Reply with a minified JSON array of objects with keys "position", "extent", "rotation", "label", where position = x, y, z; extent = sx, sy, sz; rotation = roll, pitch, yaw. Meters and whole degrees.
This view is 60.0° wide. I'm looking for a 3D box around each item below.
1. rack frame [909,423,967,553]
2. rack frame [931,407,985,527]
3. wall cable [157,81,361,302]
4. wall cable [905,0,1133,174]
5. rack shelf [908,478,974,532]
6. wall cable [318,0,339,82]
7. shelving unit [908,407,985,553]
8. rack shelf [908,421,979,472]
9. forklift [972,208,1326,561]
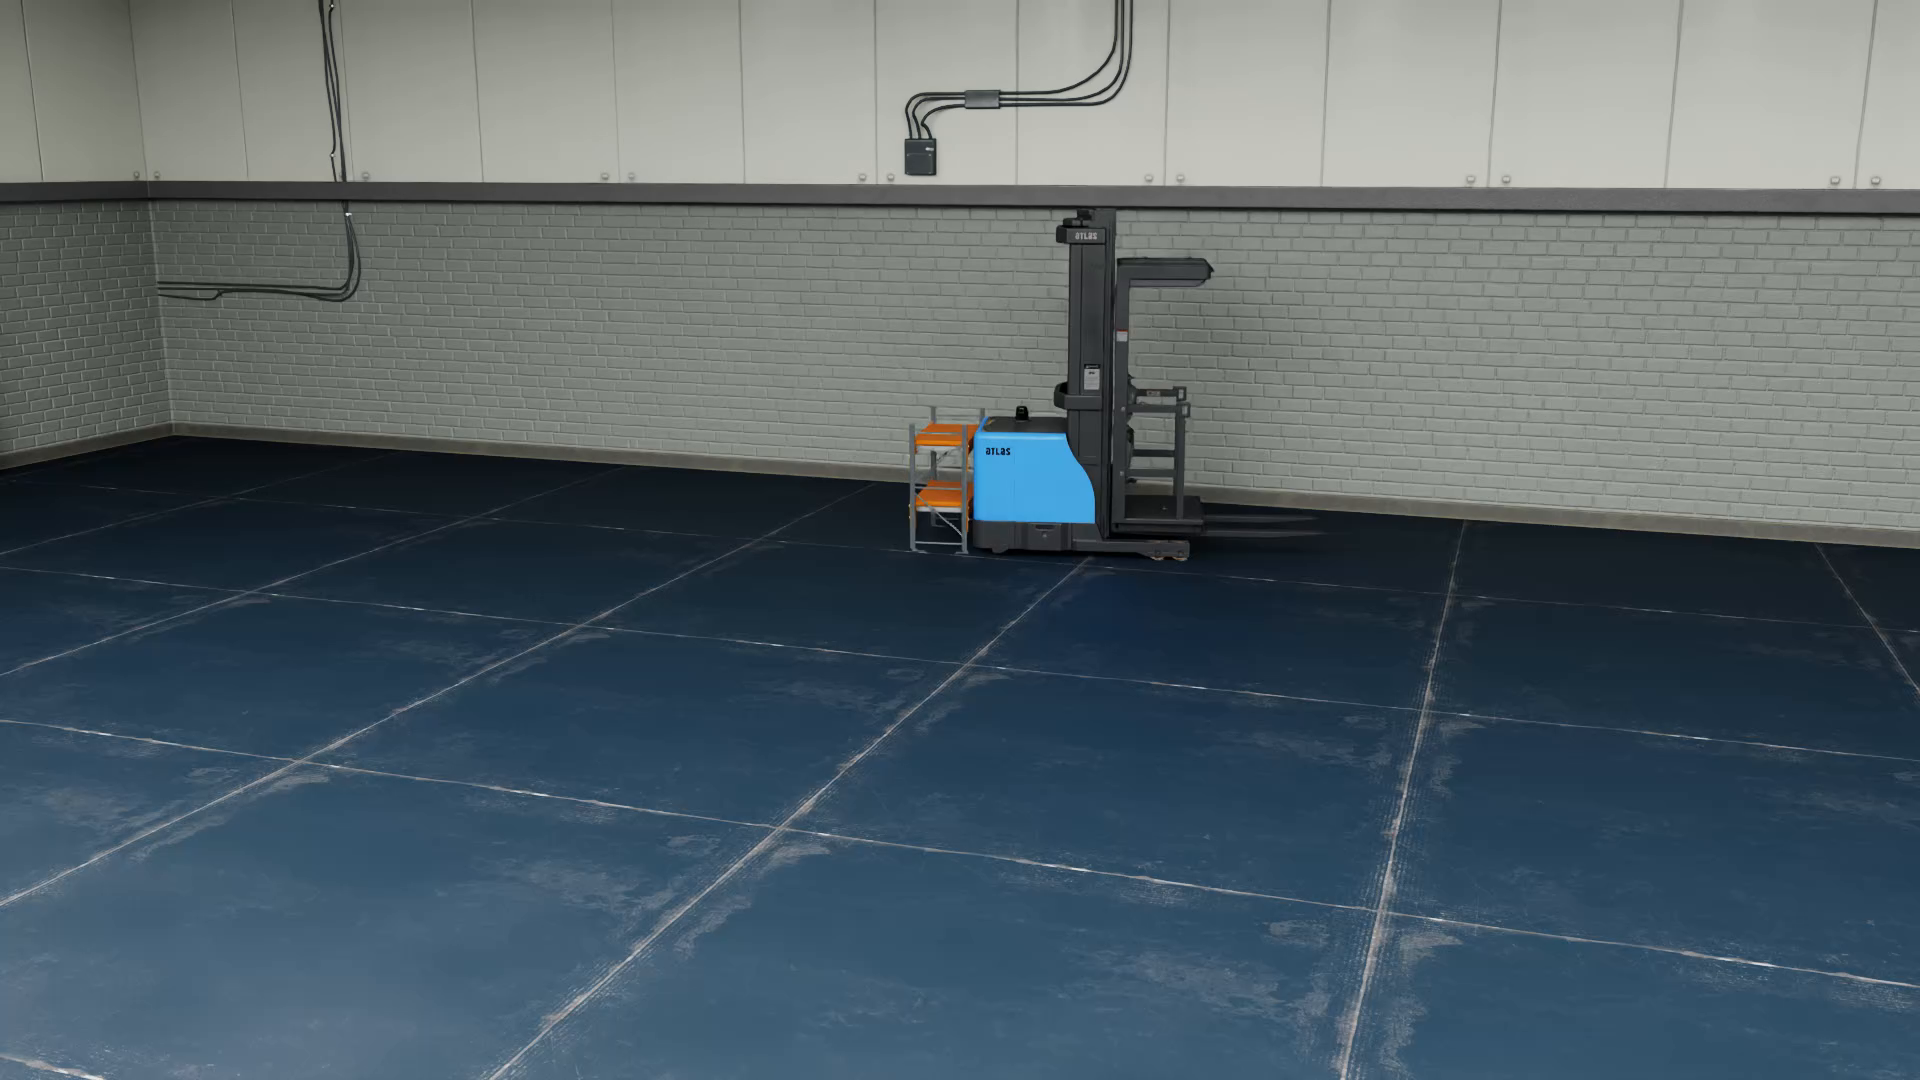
[{"position":[-0.186,-0.446,14.415],"extent":[0.500,1.125,0.032],"rotation":[2,13,9],"label":"rack frame"},{"position":[-0.020,-0.669,15.393],"extent":[0.500,1.125,0.032],"rotation":[2,13,9],"label":"rack frame"},{"position":[-8.435,-4.072,19.585],"extent":[3.097,2.526,0.112],"rotation":[4,14,18],"label":"wall cable"},{"position":[0.542,-6.557,15.852],"extent":[2.305,6.003,0.169],"rotation":[4,14,18],"label":"wall cable"},{"position":[-0.103,-0.319,14.958],"extent":[0.538,0.278,1.000],"rotation":[2,13,9],"label":"rack shelf"},{"position":[-5.876,-6.340,18.170],"extent":[3.097,2.526,0.112],"rotation":[4,14,18],"label":"wall cable"},{"position":[-0.103,-0.558,14.904],"extent":[0.538,1.125,1.048],"rotation":[2,13,9],"label":"shelving unit"},{"position":[-0.103,-0.843,14.839],"extent":[0.538,0.278,1.000],"rotation":[2,13,9],"label":"rack shelf"},{"position":[1.654,-1.373,14.419],"extent":[3.031,2.935,1.130],"rotation":[1,13,6],"label":"forklift"}]
